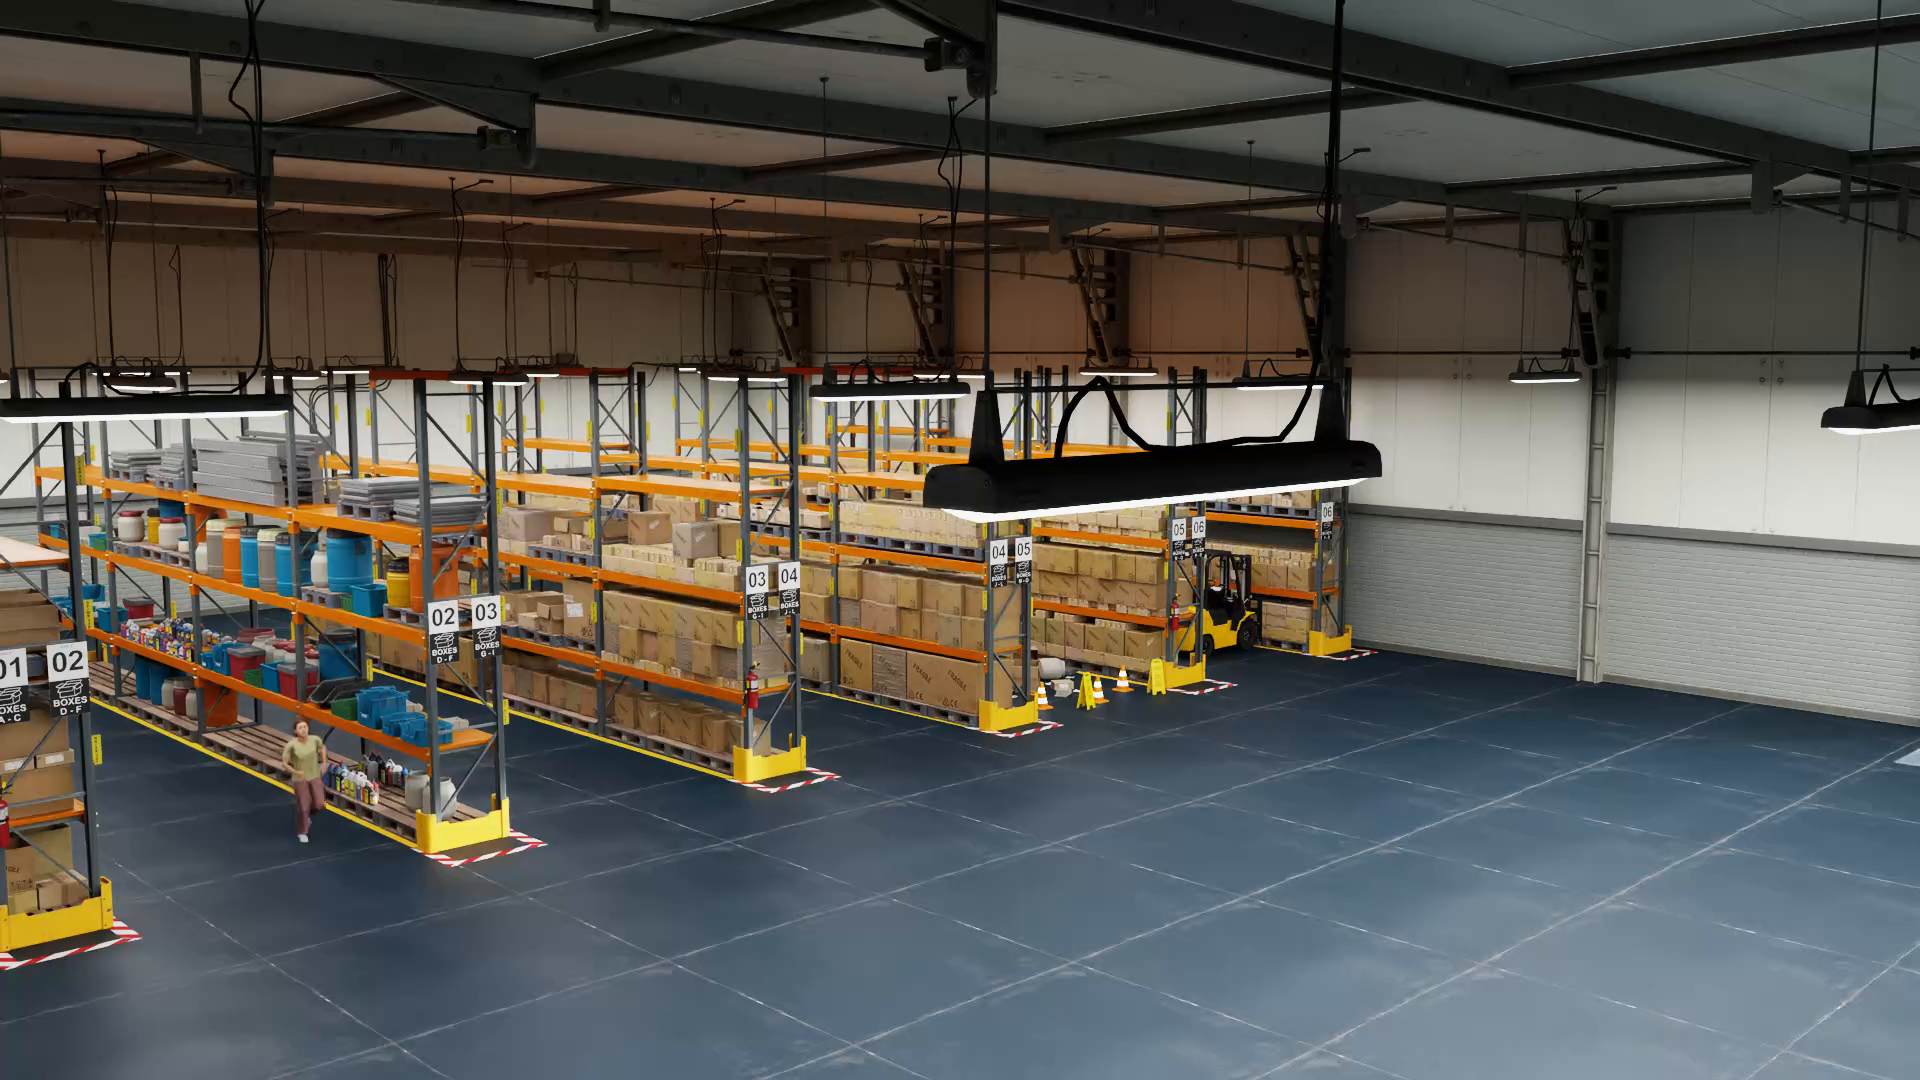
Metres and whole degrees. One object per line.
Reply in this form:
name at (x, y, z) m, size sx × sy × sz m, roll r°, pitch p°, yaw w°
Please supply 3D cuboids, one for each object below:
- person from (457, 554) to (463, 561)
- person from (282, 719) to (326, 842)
person at (-11.747, 1.118, 38.755) m, size 0.668 × 1.700 × 0.608 m, roll -1°, pitch 6°, yaw -6°
person at (-8.456, 3.111, 21.529) m, size 0.602 × 1.623 × 0.598 m, roll -5°, pitch 8°, yaw -38°
